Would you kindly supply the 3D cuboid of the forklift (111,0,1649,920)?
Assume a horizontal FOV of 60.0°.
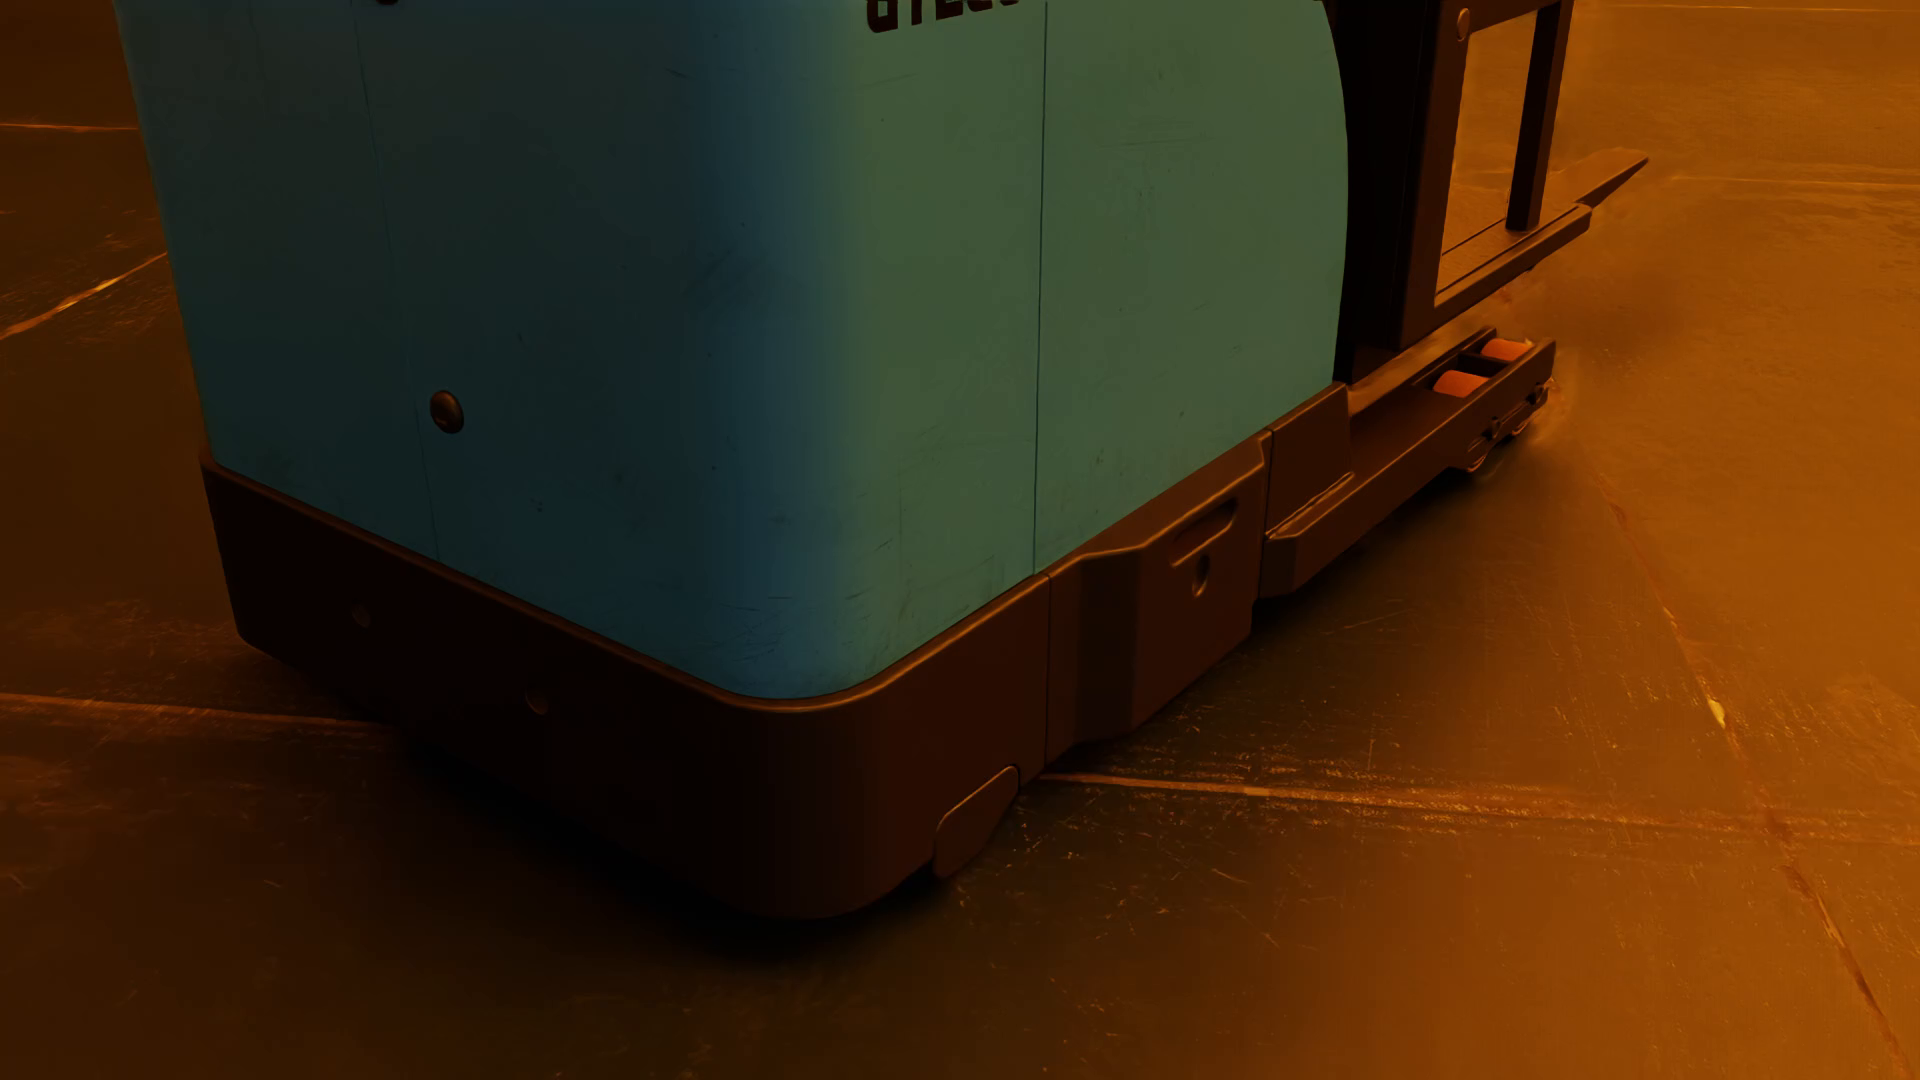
[{"bbox_3d":[0.365,-1.540,2.303,1.130,2.935,3.031,19,32,33],"label":"forklift"}]
